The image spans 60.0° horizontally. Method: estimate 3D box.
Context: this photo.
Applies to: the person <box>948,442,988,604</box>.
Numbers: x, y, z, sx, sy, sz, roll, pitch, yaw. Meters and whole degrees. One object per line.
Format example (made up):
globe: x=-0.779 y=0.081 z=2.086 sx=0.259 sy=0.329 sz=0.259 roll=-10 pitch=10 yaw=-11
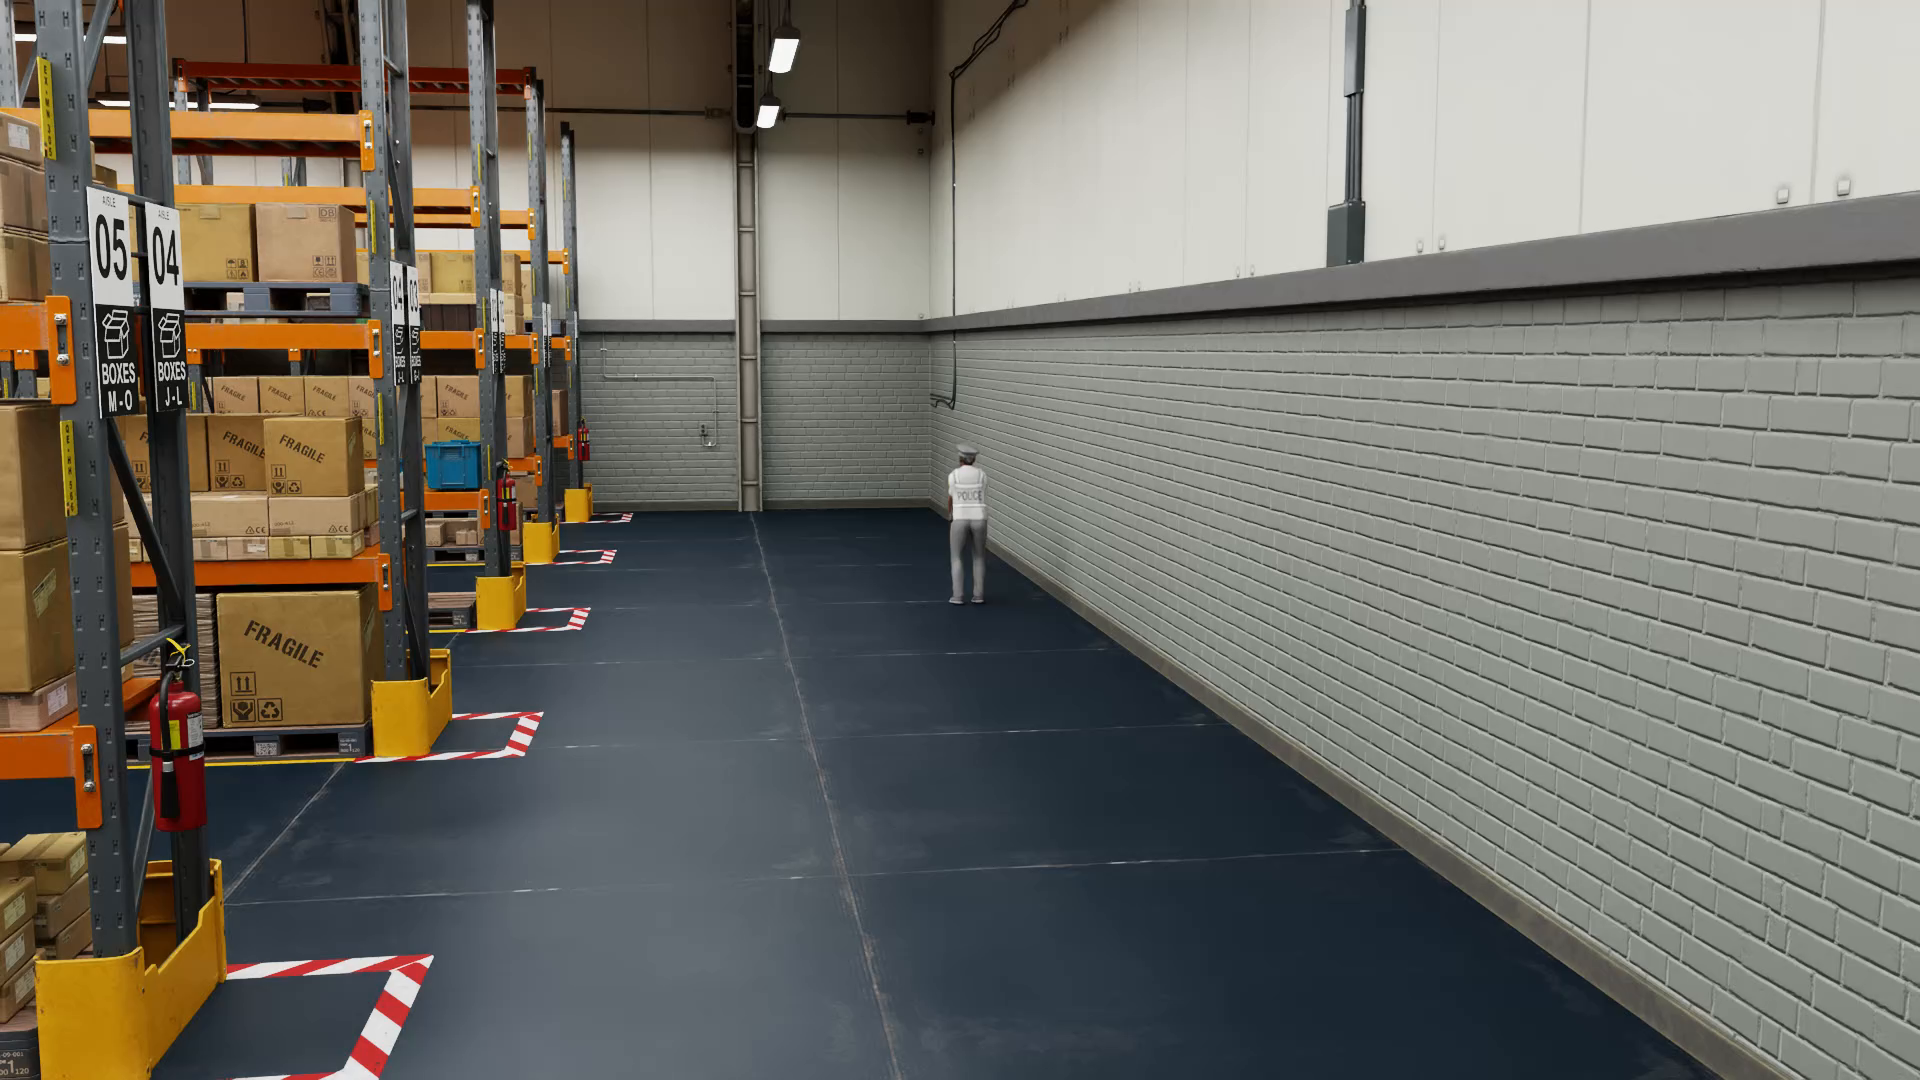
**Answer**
person: x=0.071 y=-0.174 z=17.310 sx=0.416 sy=1.680 sz=0.530 roll=-1 pitch=7 yaw=-10
